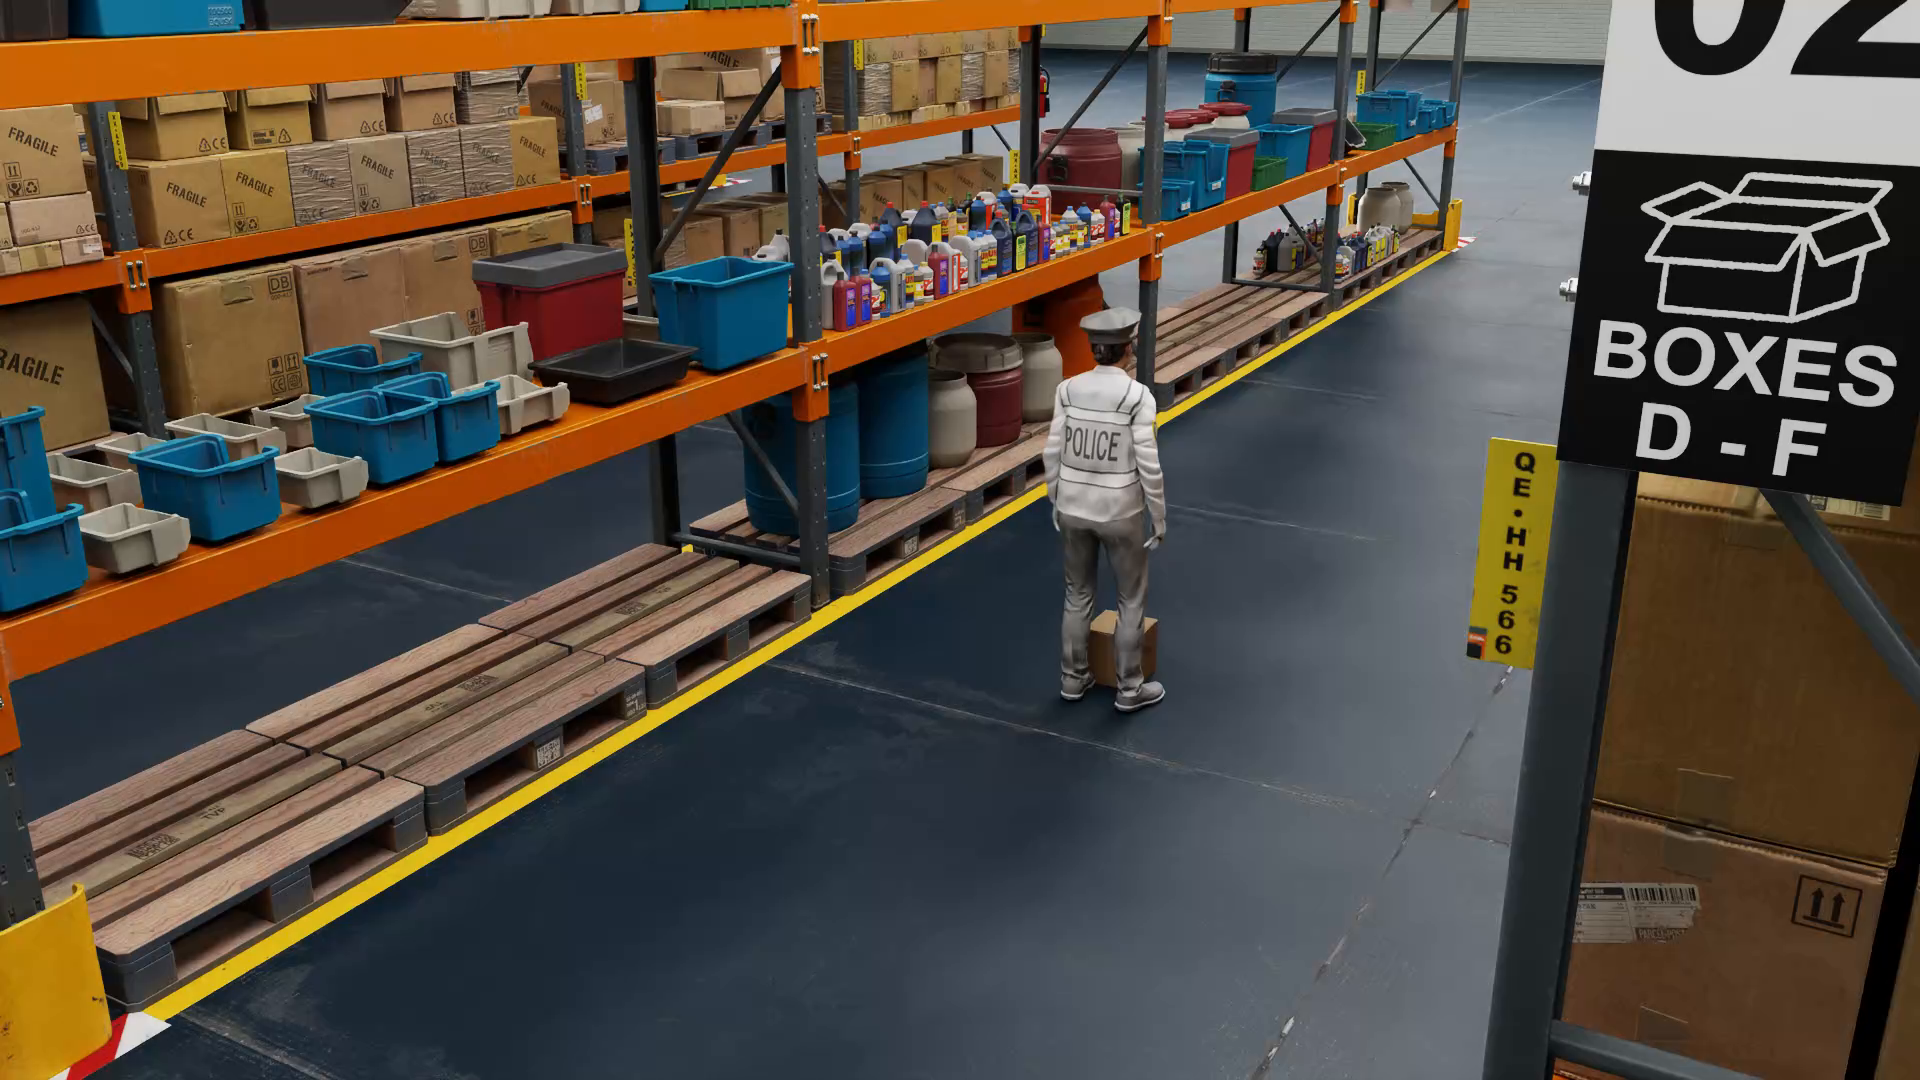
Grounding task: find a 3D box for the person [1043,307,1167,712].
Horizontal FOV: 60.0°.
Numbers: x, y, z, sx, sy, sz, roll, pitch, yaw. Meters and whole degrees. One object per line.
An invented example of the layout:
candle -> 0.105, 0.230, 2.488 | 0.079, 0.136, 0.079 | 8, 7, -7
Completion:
person -> 0.597, -0.110, 6.872 | 0.529, 1.664, 0.371 | 11, 22, 28
